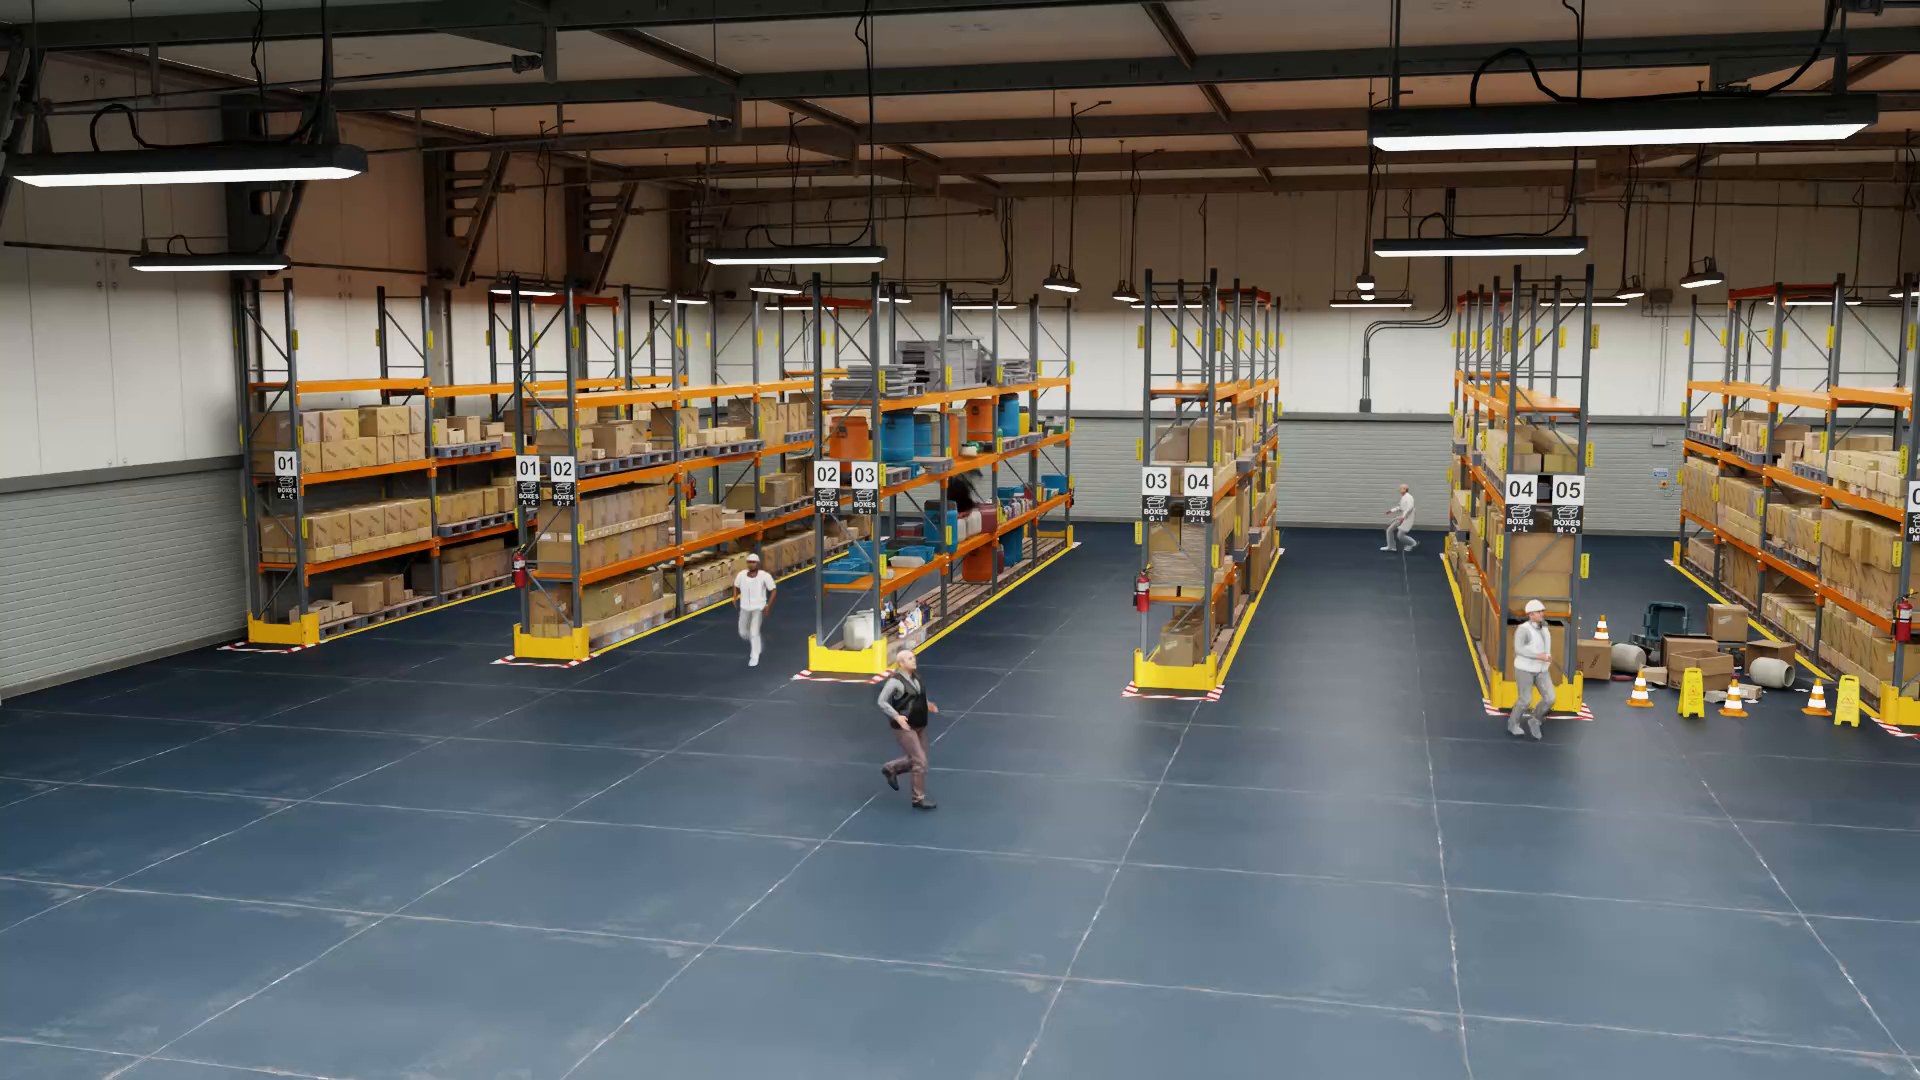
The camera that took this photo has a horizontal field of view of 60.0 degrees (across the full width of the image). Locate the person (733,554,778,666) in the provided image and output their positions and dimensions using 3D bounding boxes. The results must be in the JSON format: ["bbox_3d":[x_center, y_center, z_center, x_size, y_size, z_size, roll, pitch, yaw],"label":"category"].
[{"bbox_3d":[-3.209,1.065,25.826,0.734,1.731,0.551,2,7,17],"label":"person"}]

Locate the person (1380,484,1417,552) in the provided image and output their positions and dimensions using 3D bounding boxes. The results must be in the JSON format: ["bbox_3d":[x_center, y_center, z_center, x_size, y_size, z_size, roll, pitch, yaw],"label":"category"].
[{"bbox_3d":[10.447,-0.513,39.243,0.741,1.622,0.855,-2,7,-13],"label":"person"}]

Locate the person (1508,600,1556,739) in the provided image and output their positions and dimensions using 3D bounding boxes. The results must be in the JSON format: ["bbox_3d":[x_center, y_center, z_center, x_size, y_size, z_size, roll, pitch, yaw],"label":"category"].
[{"bbox_3d":[7.234,1.647,20.900,0.681,1.807,0.707,-3,8,-24],"label":"person"}]

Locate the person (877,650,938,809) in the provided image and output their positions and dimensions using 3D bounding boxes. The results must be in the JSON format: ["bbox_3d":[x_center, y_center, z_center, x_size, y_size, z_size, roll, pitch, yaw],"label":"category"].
[{"bbox_3d":[-0.575,2.025,17.934,0.803,1.687,0.668,5,8,35],"label":"person"}]
